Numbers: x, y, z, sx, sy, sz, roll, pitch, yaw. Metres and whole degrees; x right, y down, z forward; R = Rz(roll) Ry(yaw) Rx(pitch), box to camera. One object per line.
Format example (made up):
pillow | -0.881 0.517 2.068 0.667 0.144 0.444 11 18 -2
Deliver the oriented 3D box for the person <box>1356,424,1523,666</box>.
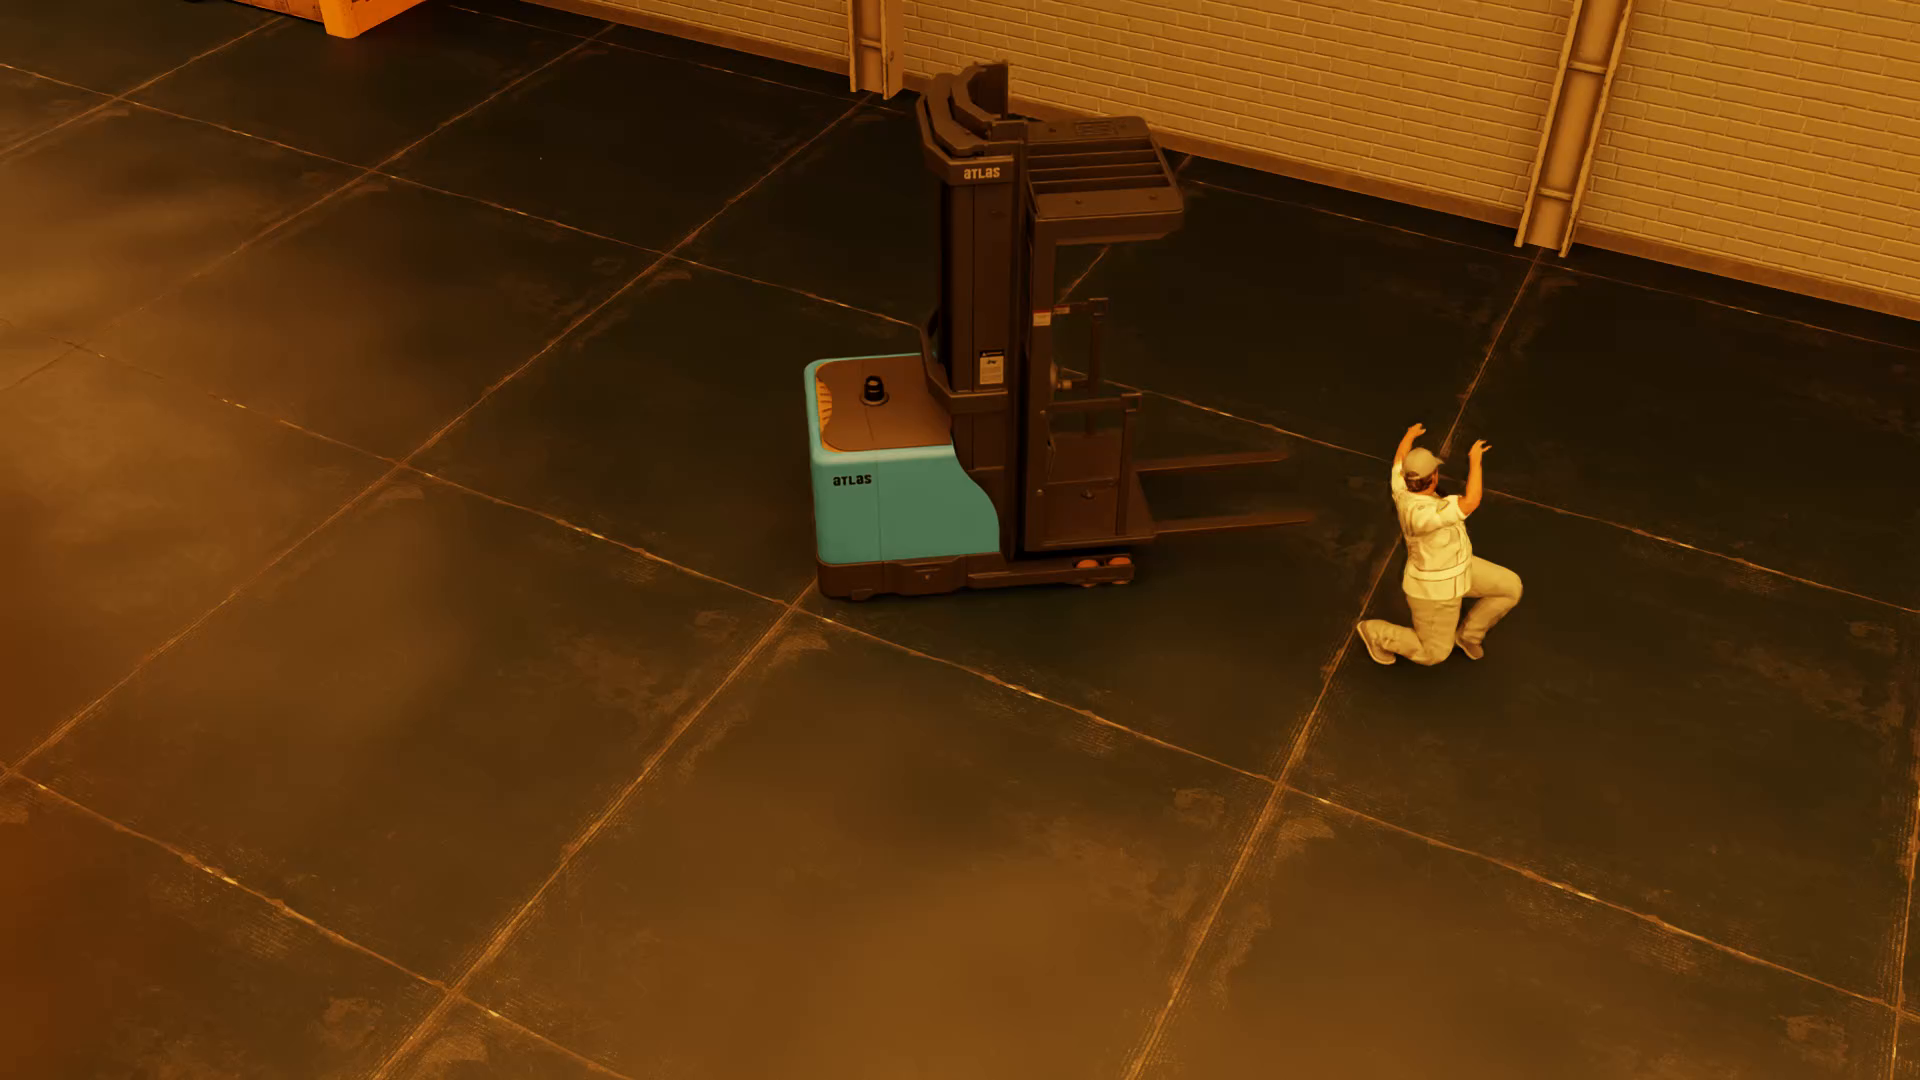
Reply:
person | 2.733 -0.012 9.170 0.831 1.479 1.020 13 42 15

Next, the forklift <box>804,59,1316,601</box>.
forklift | 0.617 -1.177 9.383 3.031 2.935 1.130 -4 40 -5
